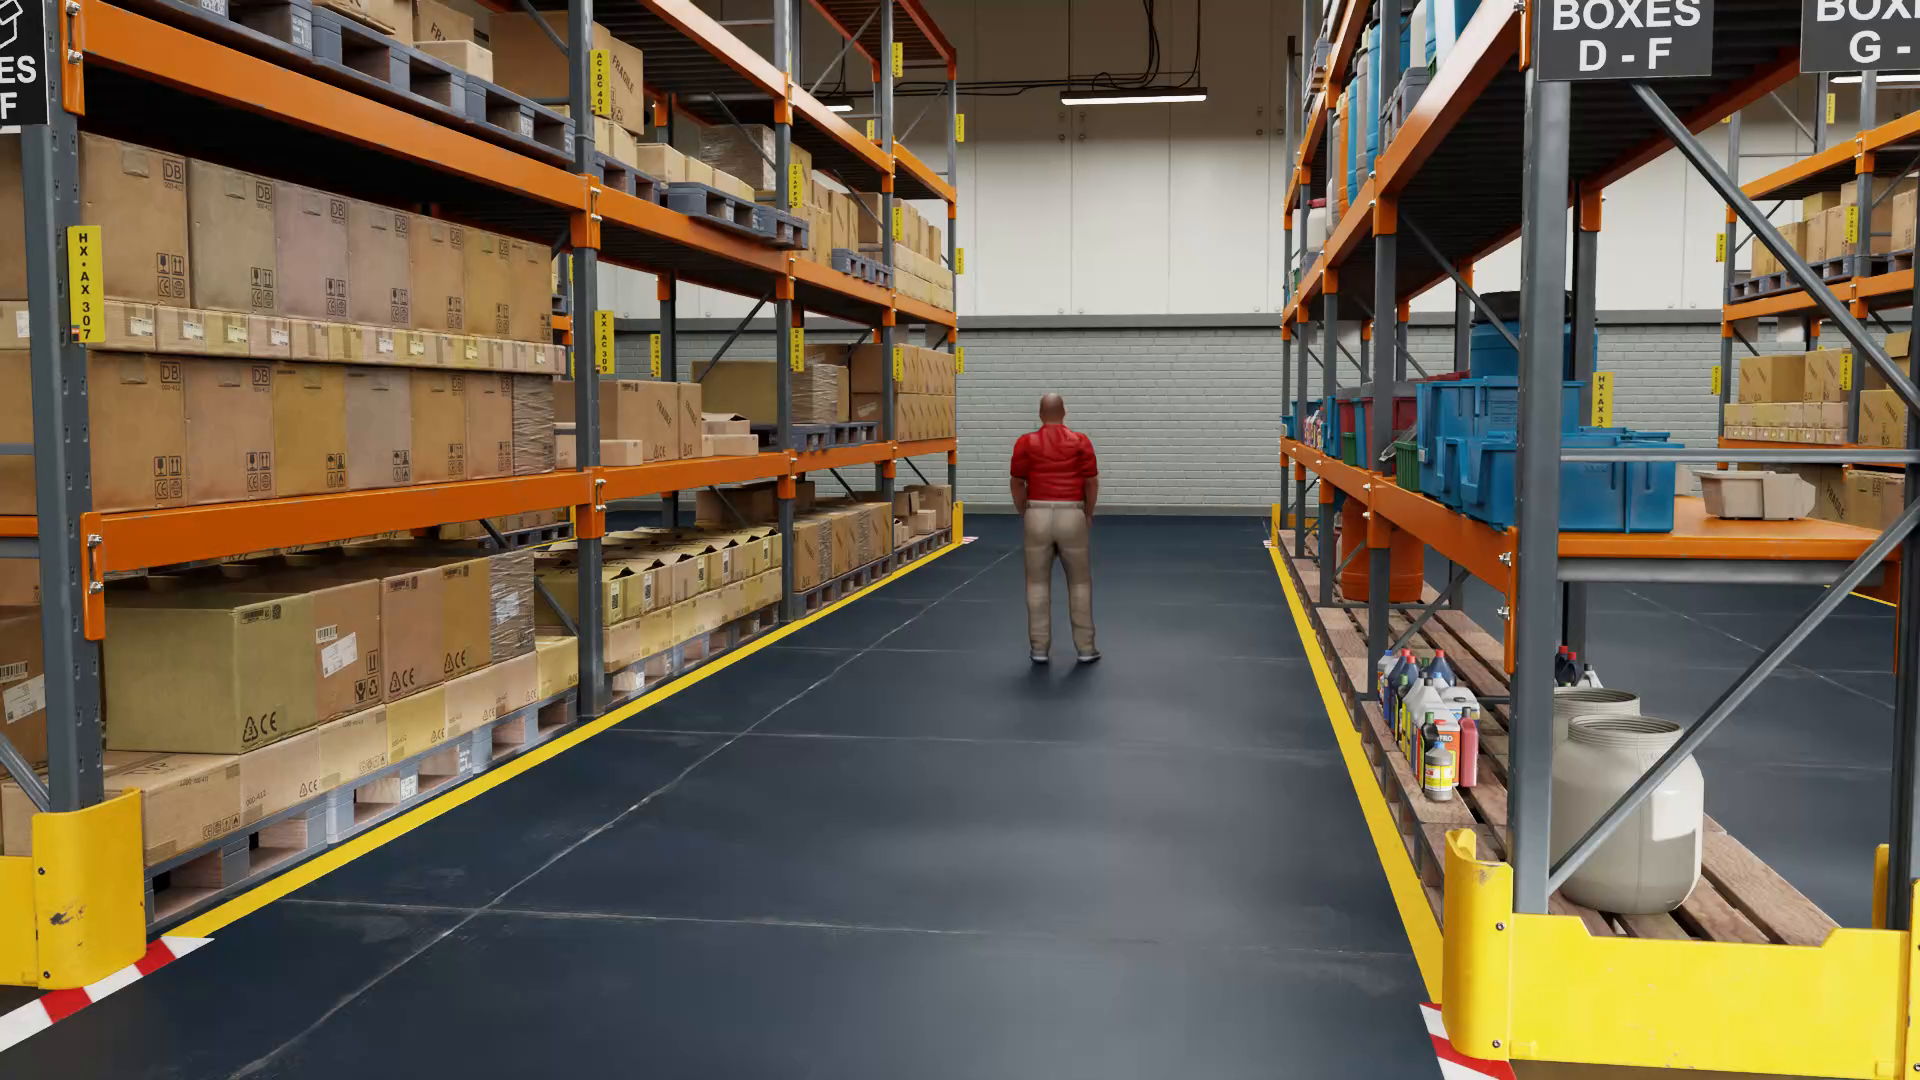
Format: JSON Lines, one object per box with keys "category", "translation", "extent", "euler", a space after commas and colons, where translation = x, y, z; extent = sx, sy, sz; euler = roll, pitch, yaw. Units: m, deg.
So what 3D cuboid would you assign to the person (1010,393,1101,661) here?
{"category": "person", "translation": [0.622, -0.084, 10.792], "extent": [0.583, 1.729, 0.423], "euler": [1, 4, 9]}
